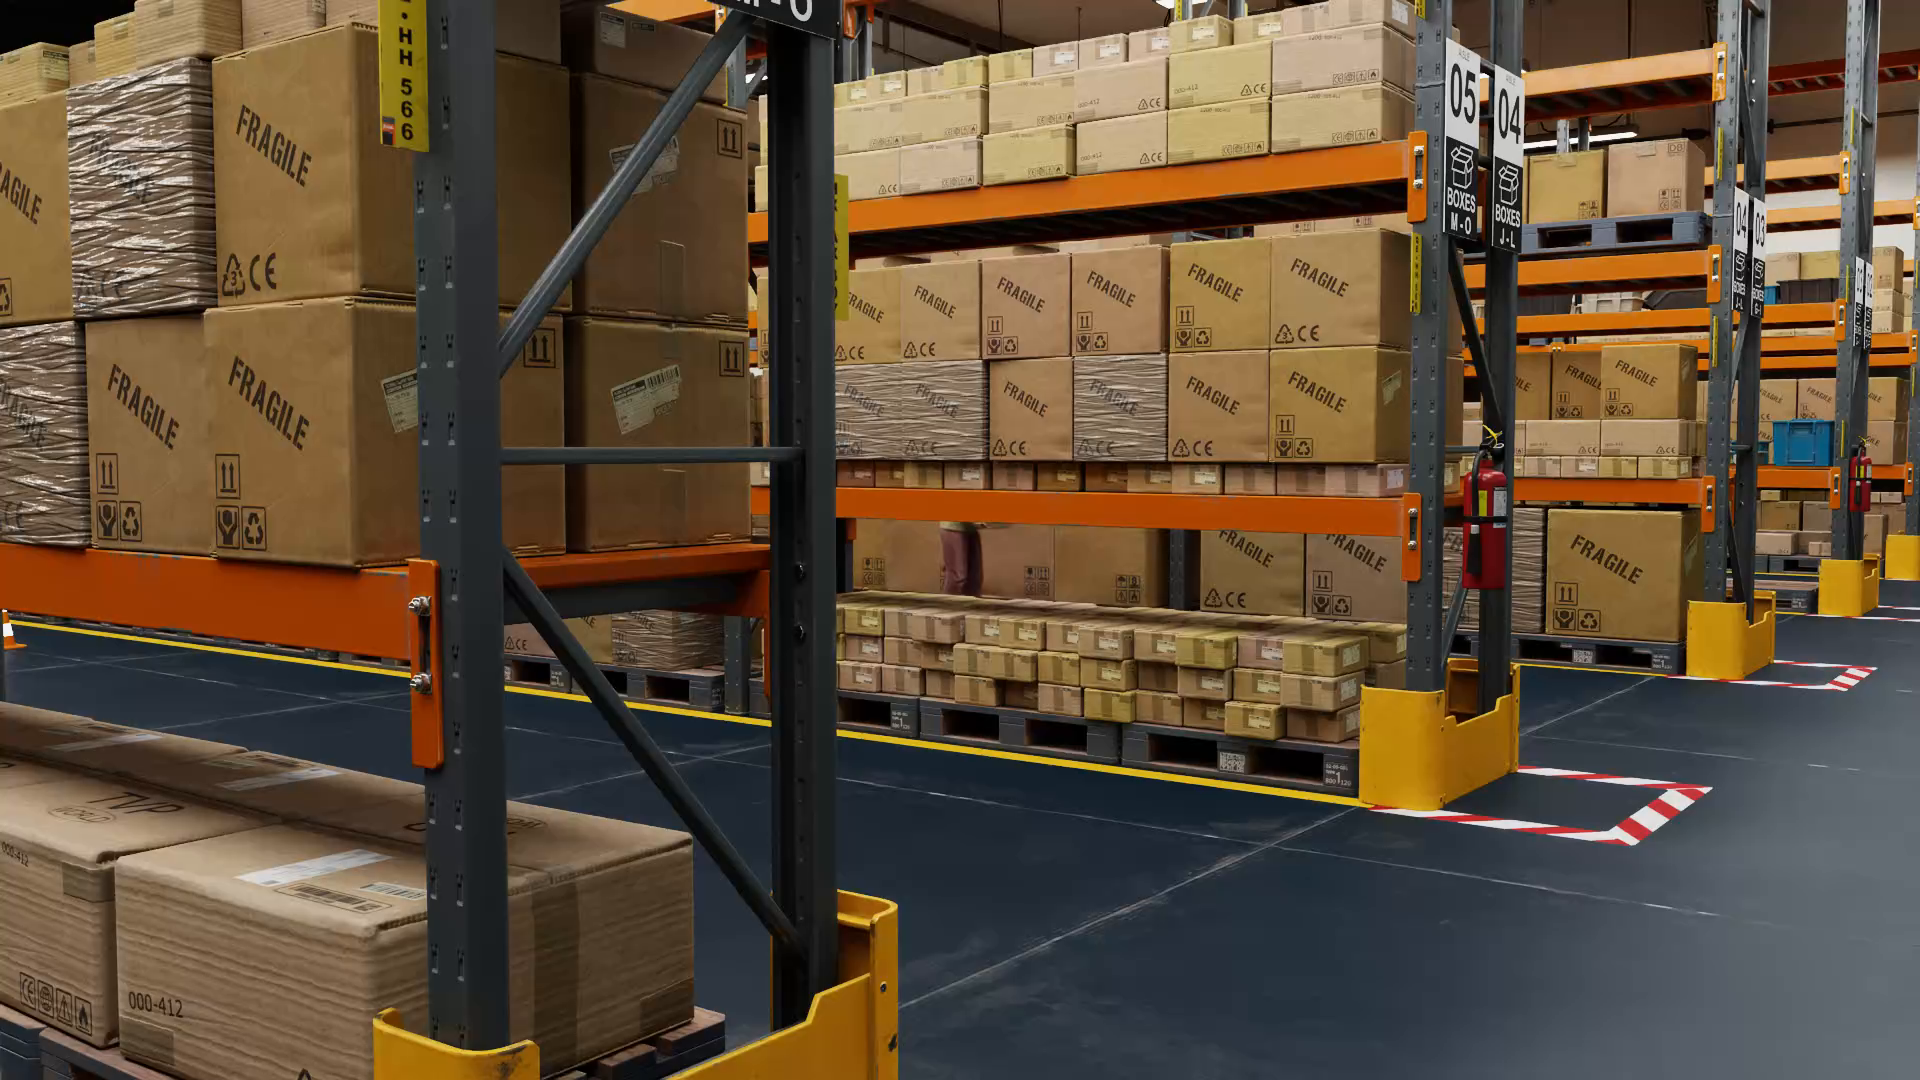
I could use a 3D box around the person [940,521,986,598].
[{"bbox_3d":[0.065,-0.050,13.111,0.551,1.664,0.425,2,4,37],"label":"person"}]
